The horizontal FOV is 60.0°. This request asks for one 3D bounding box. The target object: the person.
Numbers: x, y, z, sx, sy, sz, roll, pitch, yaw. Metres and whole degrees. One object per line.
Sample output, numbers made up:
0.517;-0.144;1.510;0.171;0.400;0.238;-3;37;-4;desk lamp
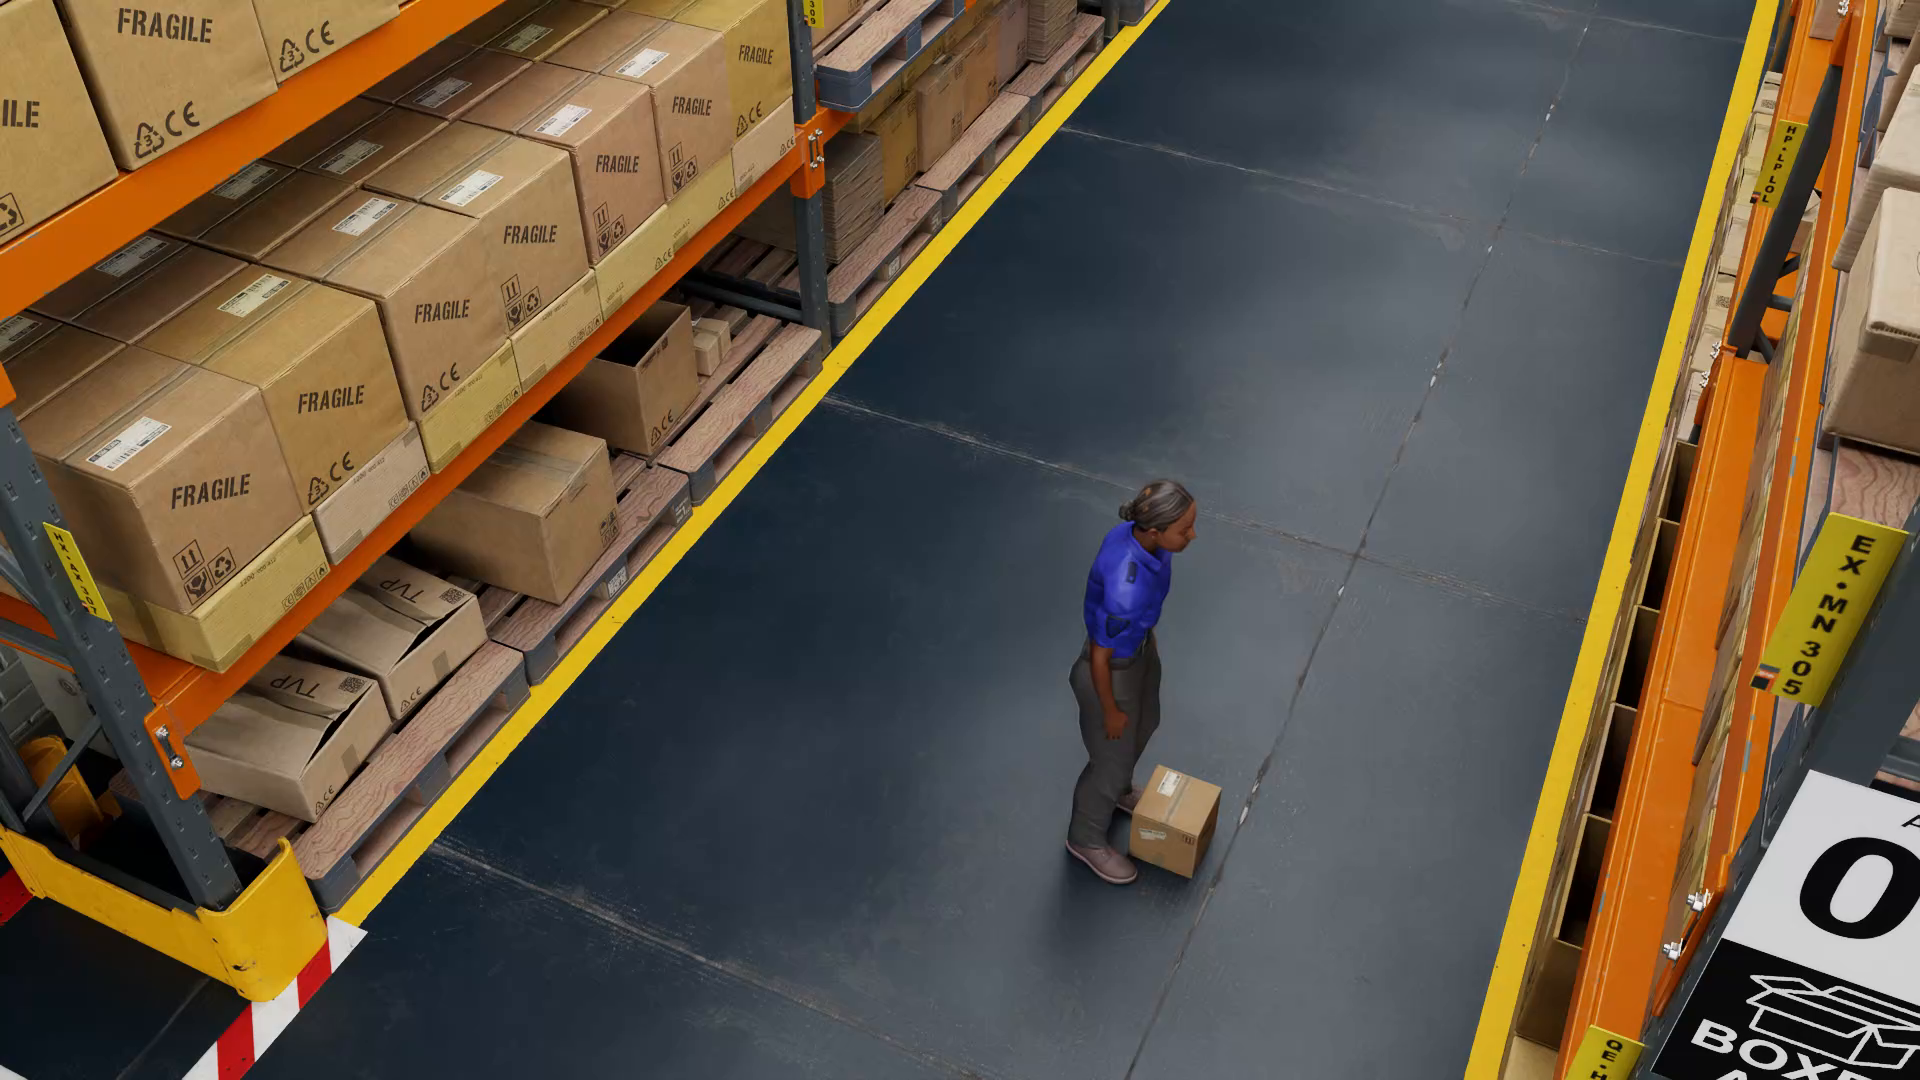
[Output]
0.565;0.449;5.670;0.348;1.653;0.524;15;44;16;person
